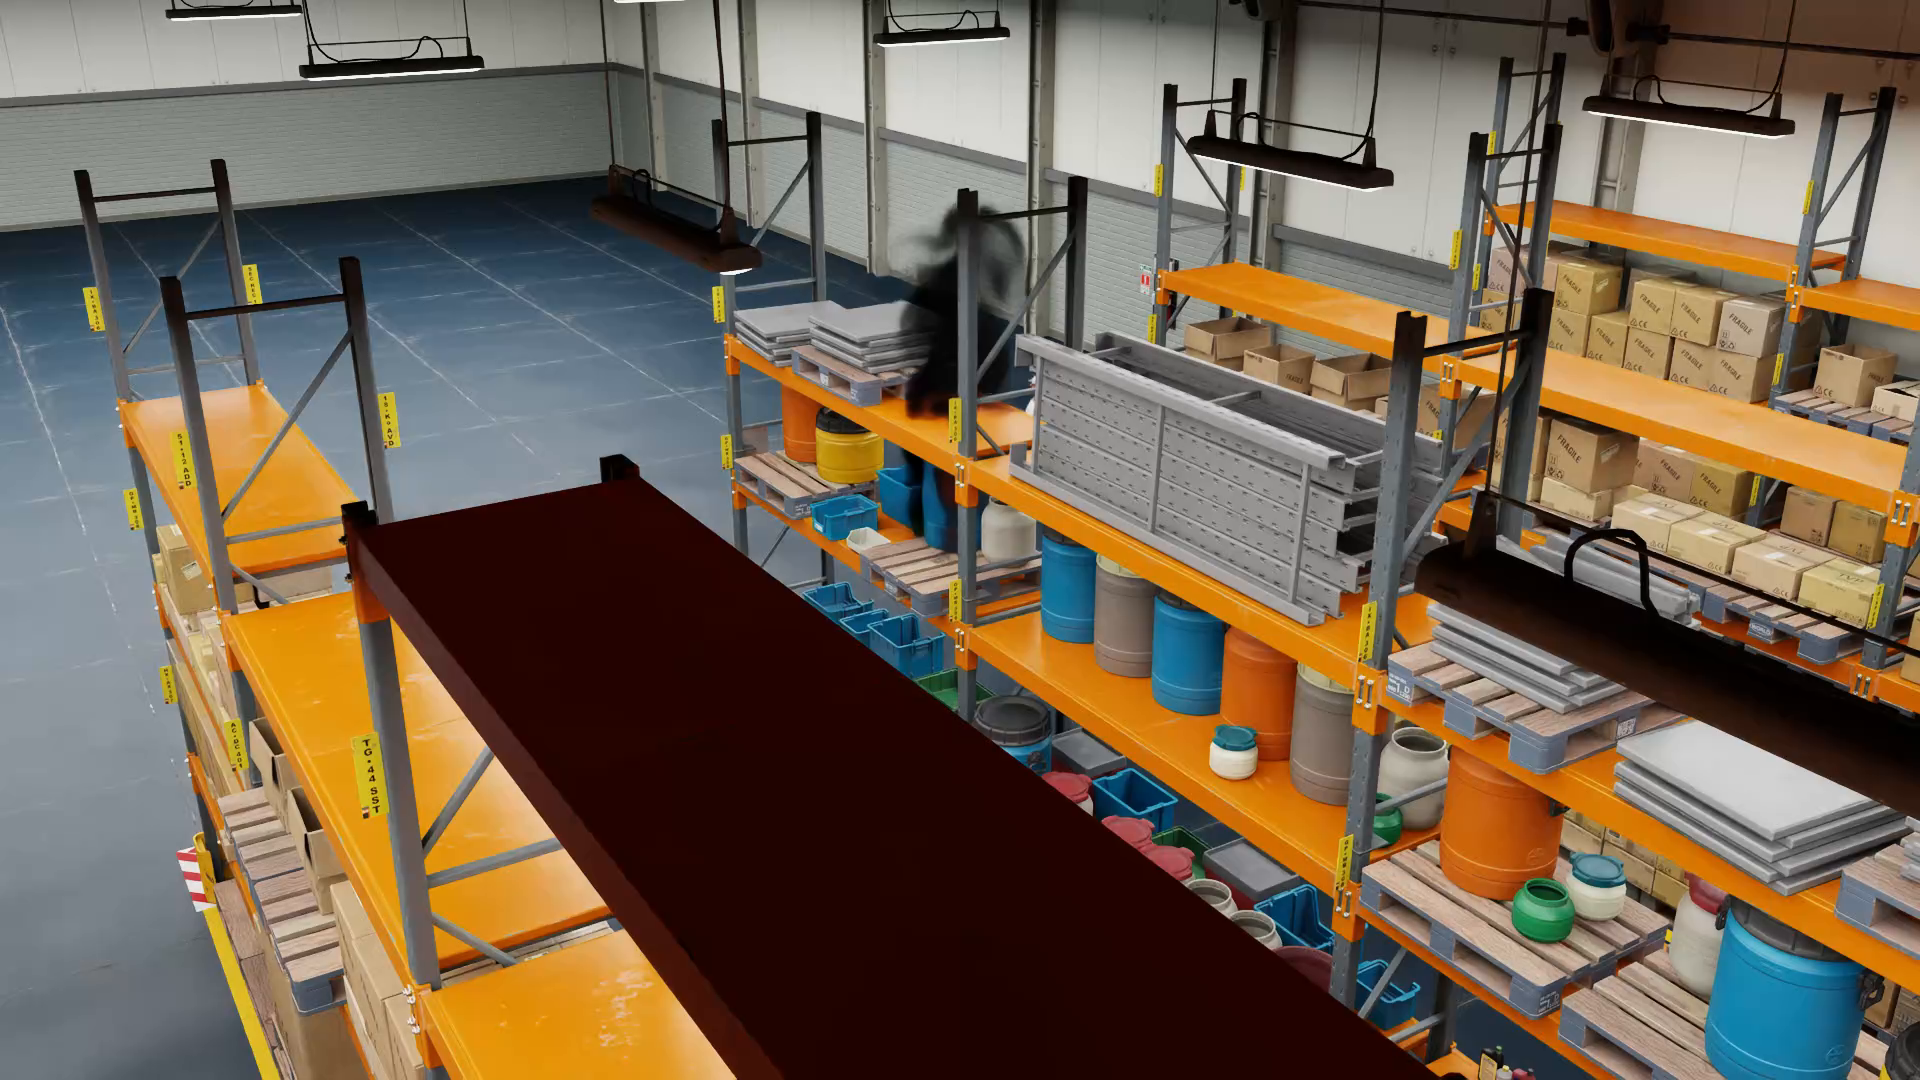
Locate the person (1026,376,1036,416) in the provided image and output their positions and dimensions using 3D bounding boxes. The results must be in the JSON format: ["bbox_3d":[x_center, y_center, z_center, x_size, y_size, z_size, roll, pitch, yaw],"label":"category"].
[{"bbox_3d":[1.086,-1.404,22.595,0.544,1.728,0.698,-5,22,-12],"label":"person"}]
